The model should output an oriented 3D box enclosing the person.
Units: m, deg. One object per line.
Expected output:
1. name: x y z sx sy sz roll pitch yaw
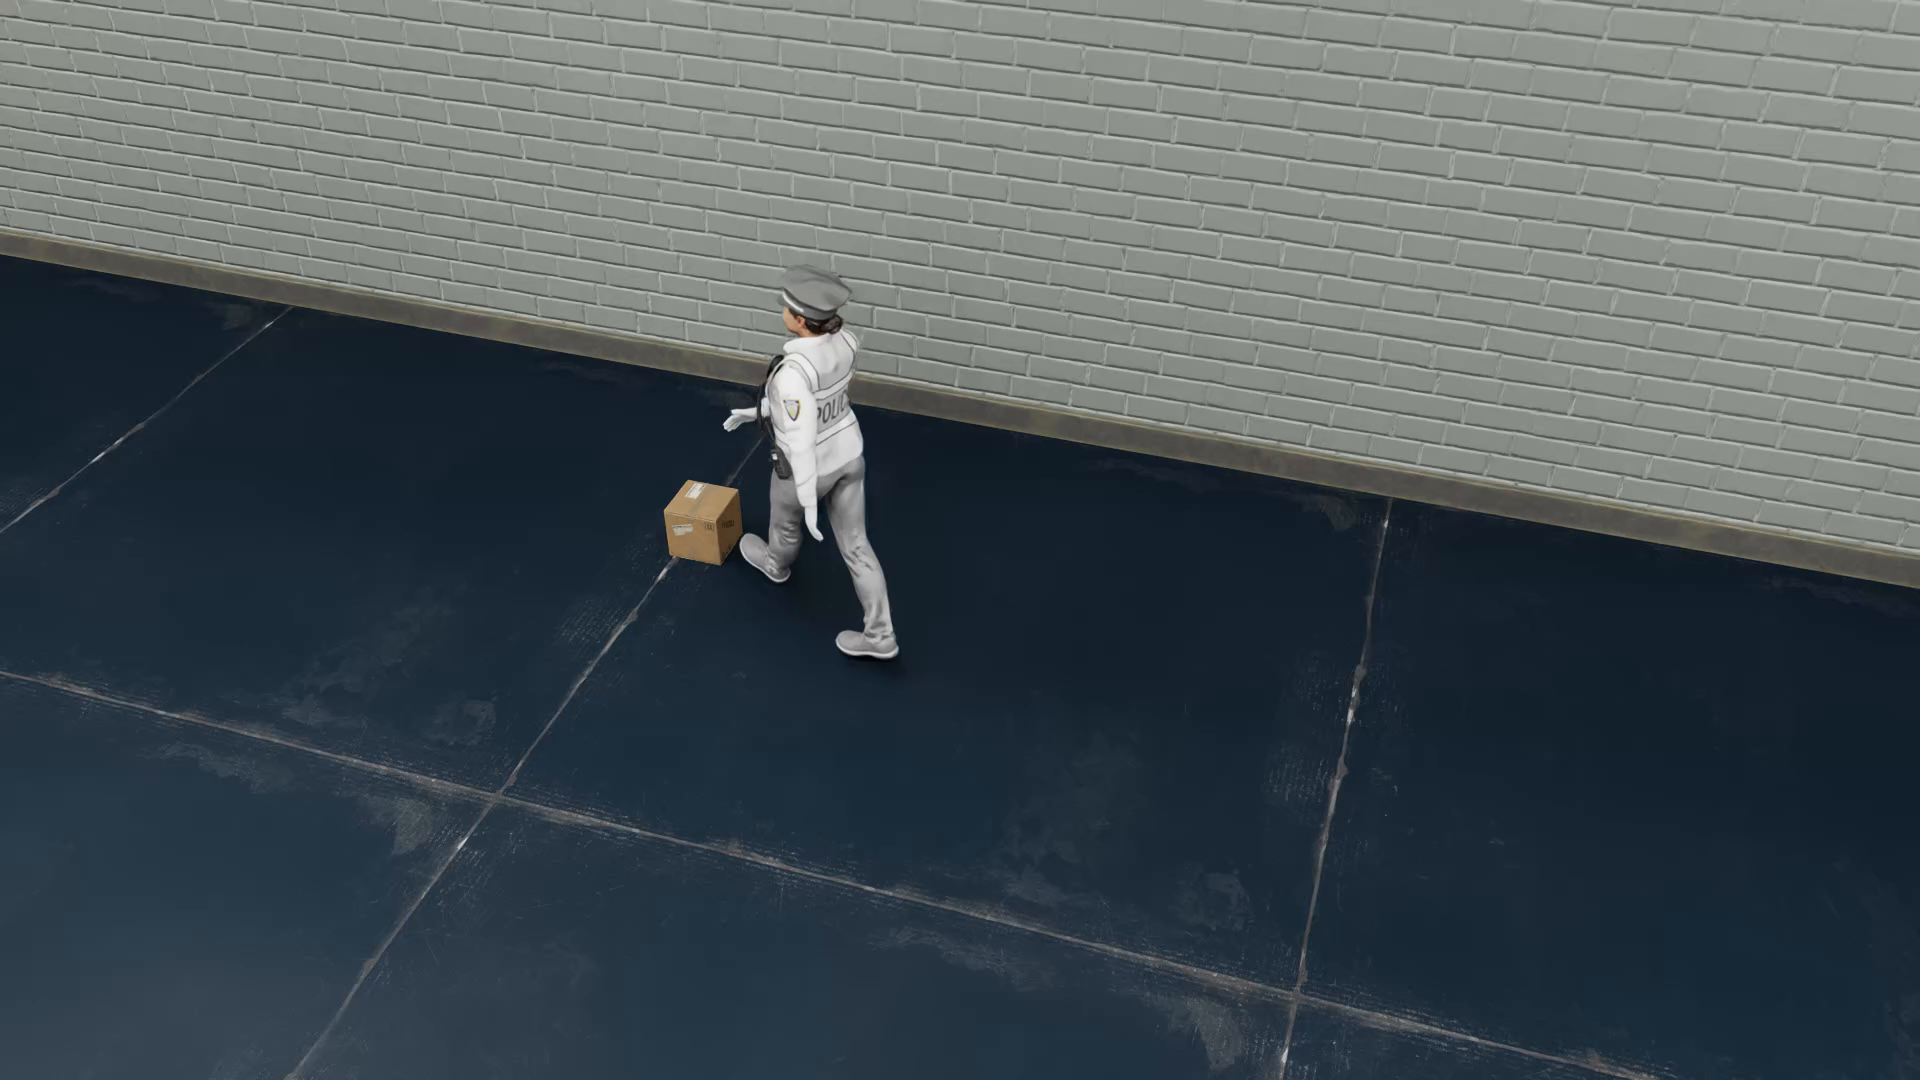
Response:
1. person: -0.618 -0.347 6.585 0.471 1.617 1.004 -31 47 -34
